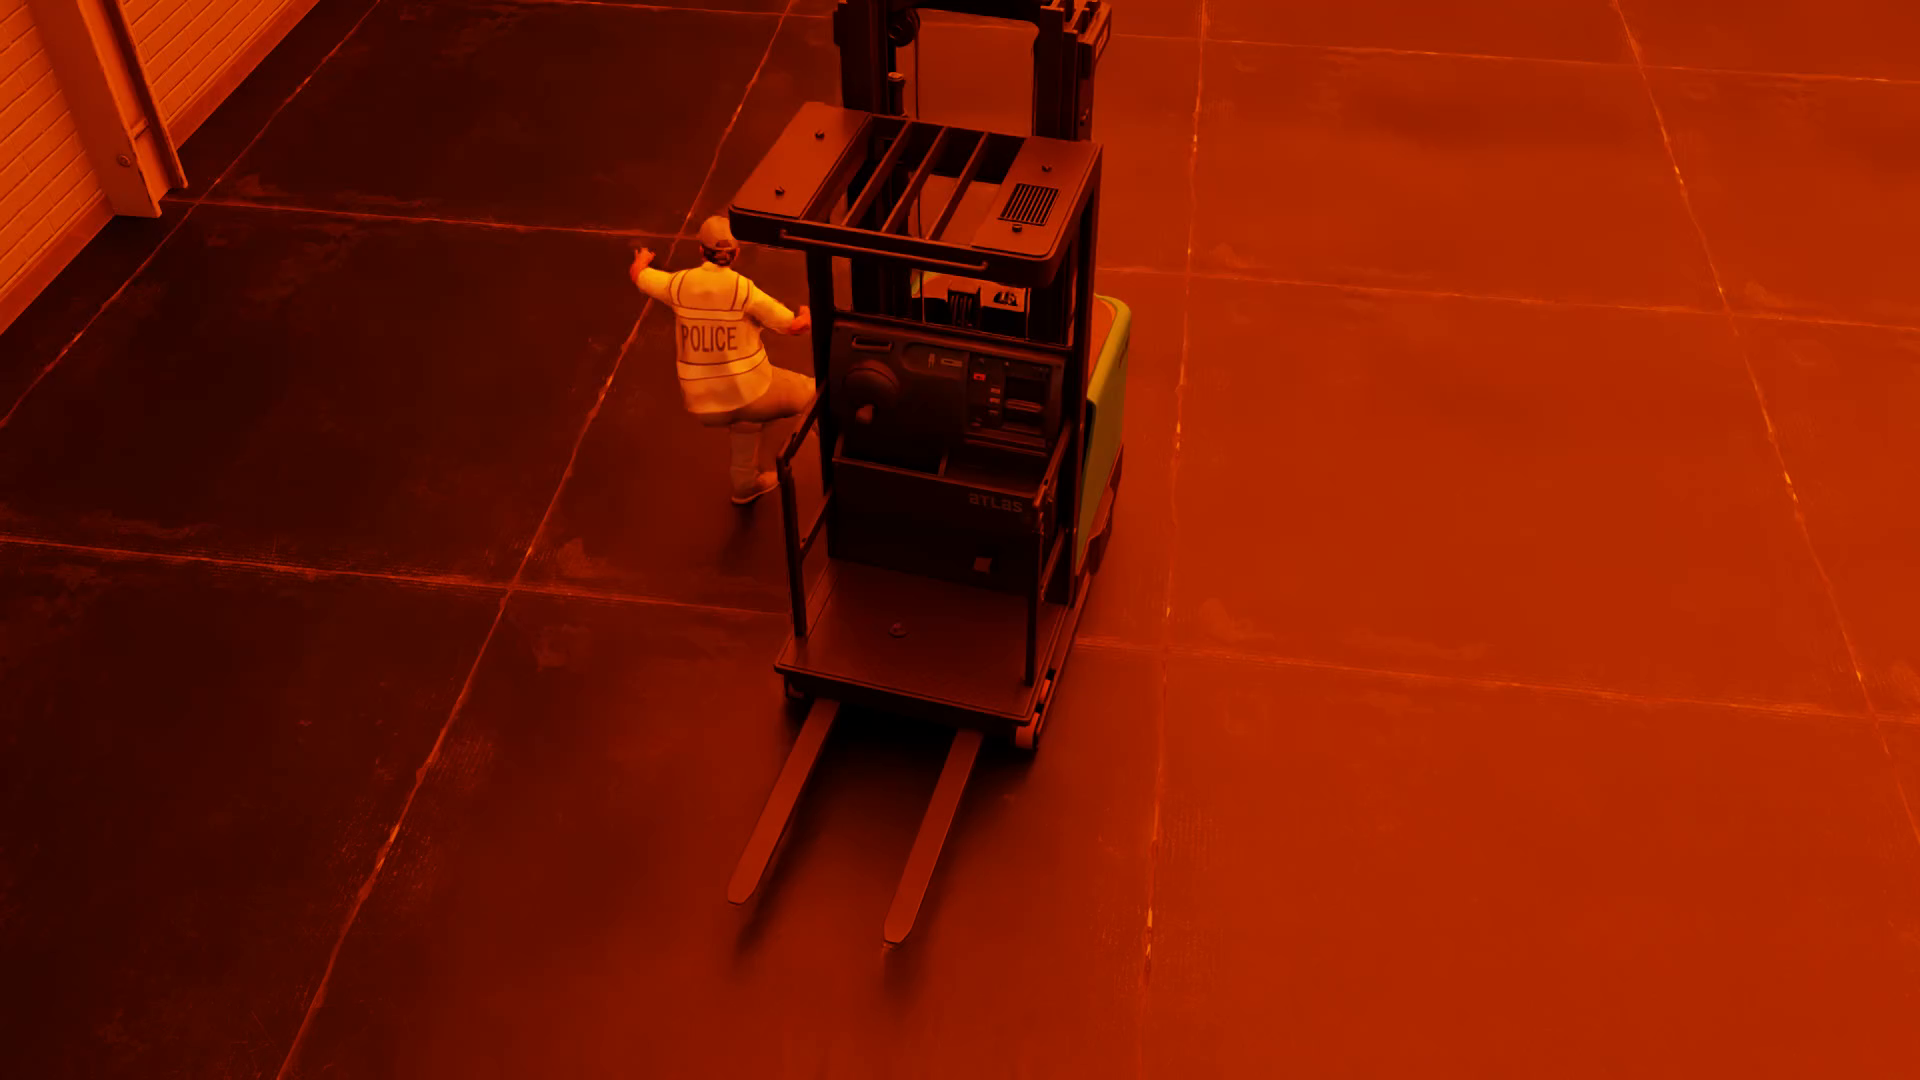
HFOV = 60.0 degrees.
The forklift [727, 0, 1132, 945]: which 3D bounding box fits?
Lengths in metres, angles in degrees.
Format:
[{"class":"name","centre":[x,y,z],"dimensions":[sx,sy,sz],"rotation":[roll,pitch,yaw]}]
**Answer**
[{"class":"forklift","centre":[-0.115,-0.507,6.276],"dimensions":[1.130,2.935,3.031],"rotation":[11,44,12]}]

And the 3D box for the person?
[{"class":"person","centre":[-0.926,-0.851,7.797],"dimensions":[1.358,1.426,0.834],"rotation":[5,43,6]}]
